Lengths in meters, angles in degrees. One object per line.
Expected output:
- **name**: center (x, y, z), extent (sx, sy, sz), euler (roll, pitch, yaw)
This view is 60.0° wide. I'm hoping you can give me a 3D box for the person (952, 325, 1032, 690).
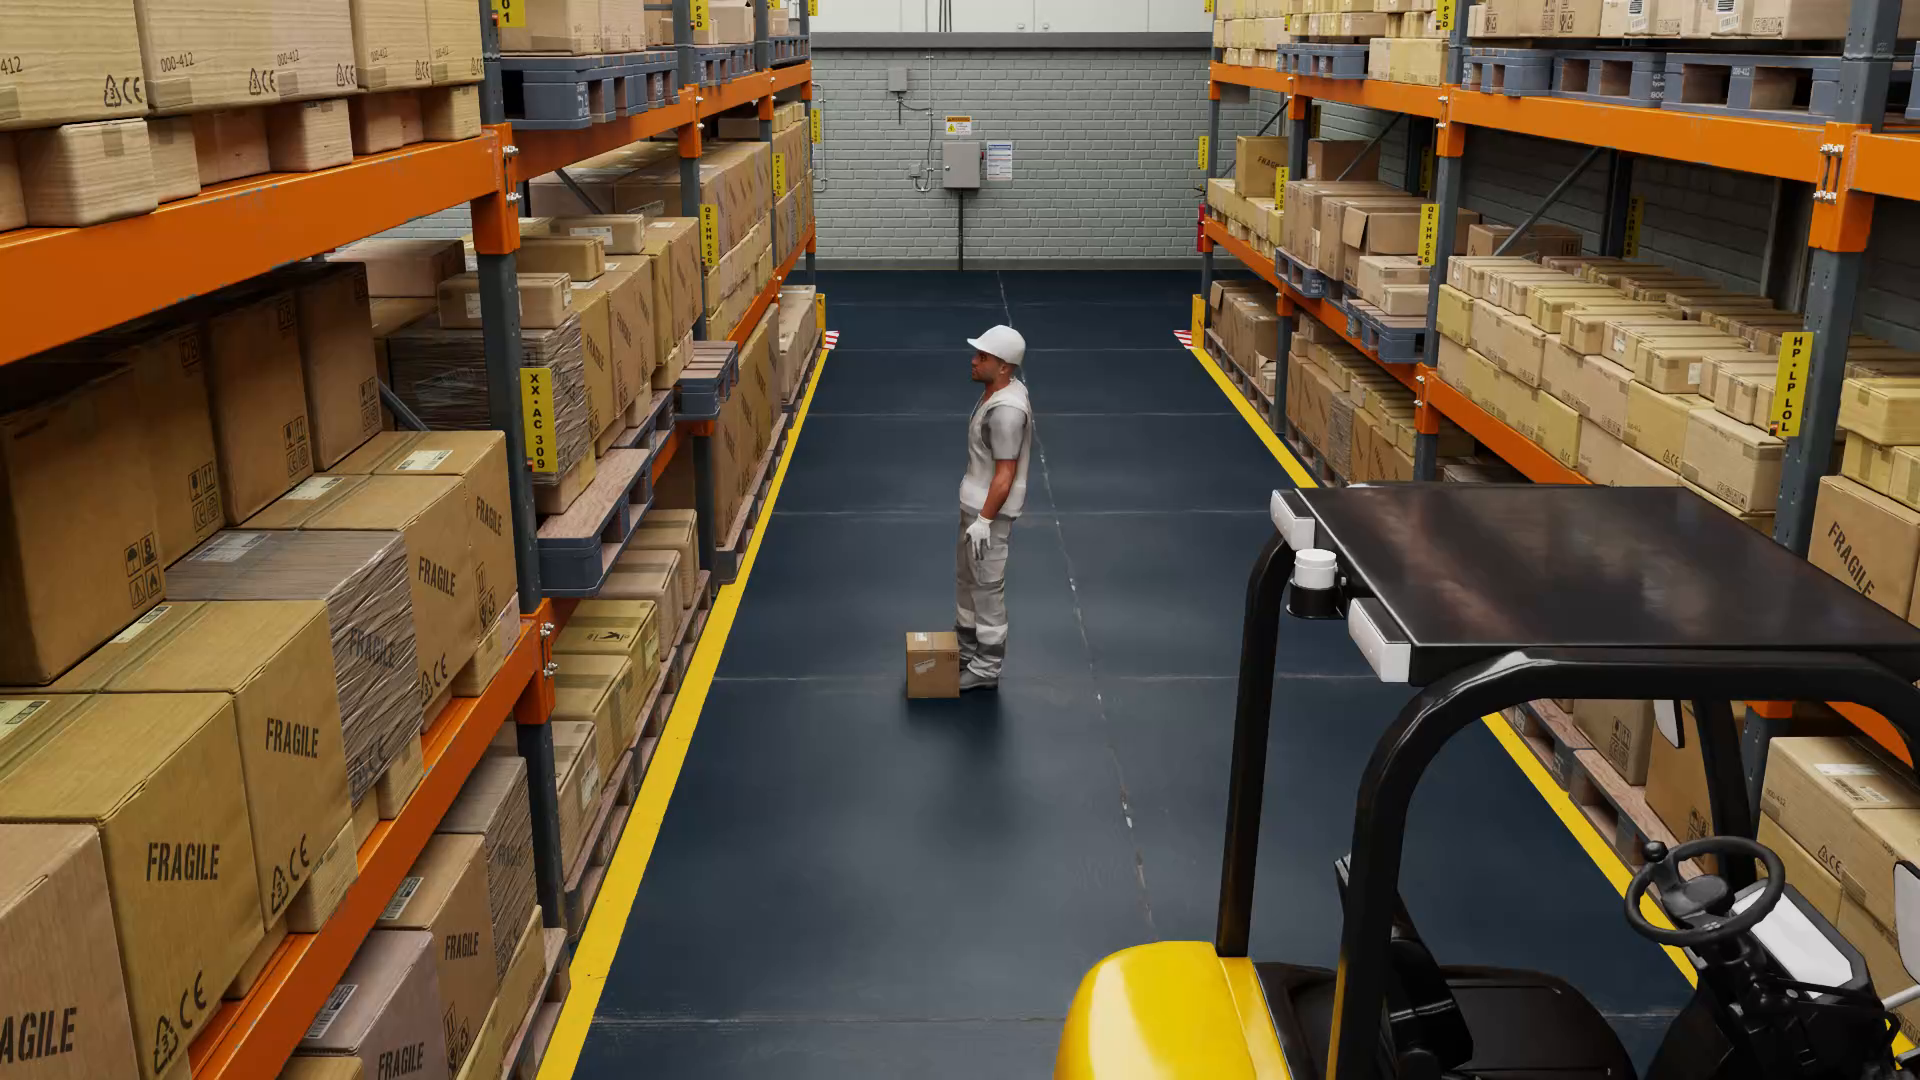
- **person**: center (0.057, -0.145, 7.943), extent (0.564, 1.788, 0.637), euler (0, 17, -1)
